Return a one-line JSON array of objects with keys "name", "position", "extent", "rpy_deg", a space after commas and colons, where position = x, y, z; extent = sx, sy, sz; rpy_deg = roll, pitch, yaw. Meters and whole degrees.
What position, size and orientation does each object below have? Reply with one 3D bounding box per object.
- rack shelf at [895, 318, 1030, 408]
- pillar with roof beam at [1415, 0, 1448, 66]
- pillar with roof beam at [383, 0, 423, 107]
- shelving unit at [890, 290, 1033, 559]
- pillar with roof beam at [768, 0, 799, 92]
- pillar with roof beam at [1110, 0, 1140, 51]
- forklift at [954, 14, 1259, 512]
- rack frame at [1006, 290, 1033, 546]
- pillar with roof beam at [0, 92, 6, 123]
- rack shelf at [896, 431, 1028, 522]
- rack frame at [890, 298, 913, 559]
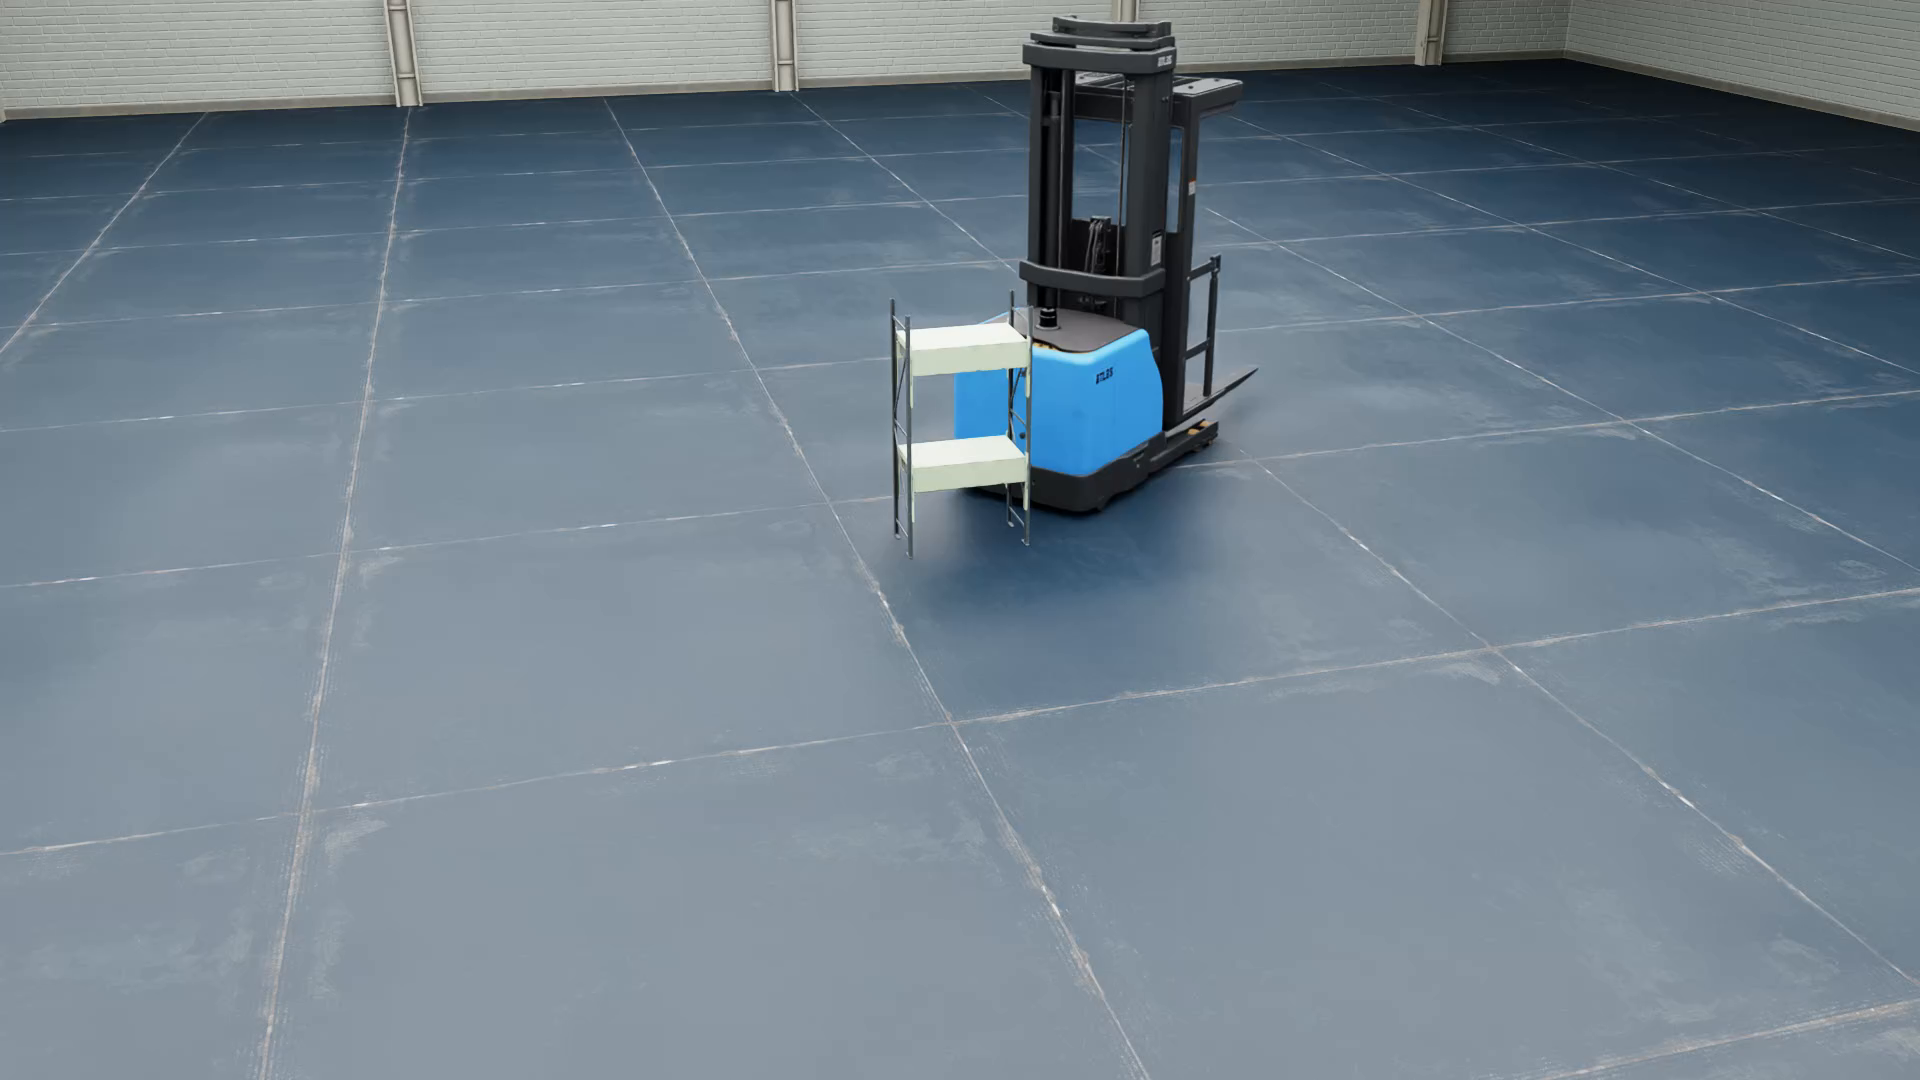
[{"name": "rack shelf", "position": [0.006, -1.049, 9.802], "extent": [0.720, 0.370, 0.431], "rpy_deg": [-6, 24, -14]}, {"name": "pillar with roof beam", "position": [9.804, -11.294, 25.159], "extent": [0.400, 9.000, 9.100], "rpy_deg": [-6, 24, -14]}, {"name": "pillar with roof beam", "position": [-7.527, -9.377, 20.691], "extent": [0.400, 9.000, 9.100], "rpy_deg": [-6, 24, -14]}, {"name": "shelving unit", "position": [0.006, -0.690, 9.956], "extent": [0.755, 1.500, 0.431], "rpy_deg": [-6, 24, -14]}, {"name": "pillar with roof beam", "position": [-1.750, -10.016, 22.180], "extent": [0.400, 9.000, 9.100], "rpy_deg": [-6, 24, -14]}, {"name": "pillar with roof beam", "position": [4.027, -10.655, 23.670], "extent": [0.400, 9.000, 9.100], "rpy_deg": [-6, 24, -14]}, {"name": "forklift", "position": [1.182, -2.054, 11.320], "extent": [1.130, 2.935, 3.031], "rpy_deg": [15, 27, 31]}, {"name": "rack frame", "position": [0.359, -0.729, 10.047], "extent": [0.023, 1.500, 0.400], "rpy_deg": [-6, 24, -14]}, {"name": "pillar with roof beam", "position": [-13.304, -8.738, 19.202], "extent": [0.400, 9.000, 9.100], "rpy_deg": [-6, 24, -14]}, {"name": "rack shelf", "position": [0.006, -0.390, 10.084], "extent": [0.720, 0.370, 0.431], "rpy_deg": [-6, 24, -14]}, {"name": "rack frame", "position": [-0.346, -0.651, 9.865], "extent": [0.023, 1.500, 0.400], "rpy_deg": [-6, 24, -14]}]
